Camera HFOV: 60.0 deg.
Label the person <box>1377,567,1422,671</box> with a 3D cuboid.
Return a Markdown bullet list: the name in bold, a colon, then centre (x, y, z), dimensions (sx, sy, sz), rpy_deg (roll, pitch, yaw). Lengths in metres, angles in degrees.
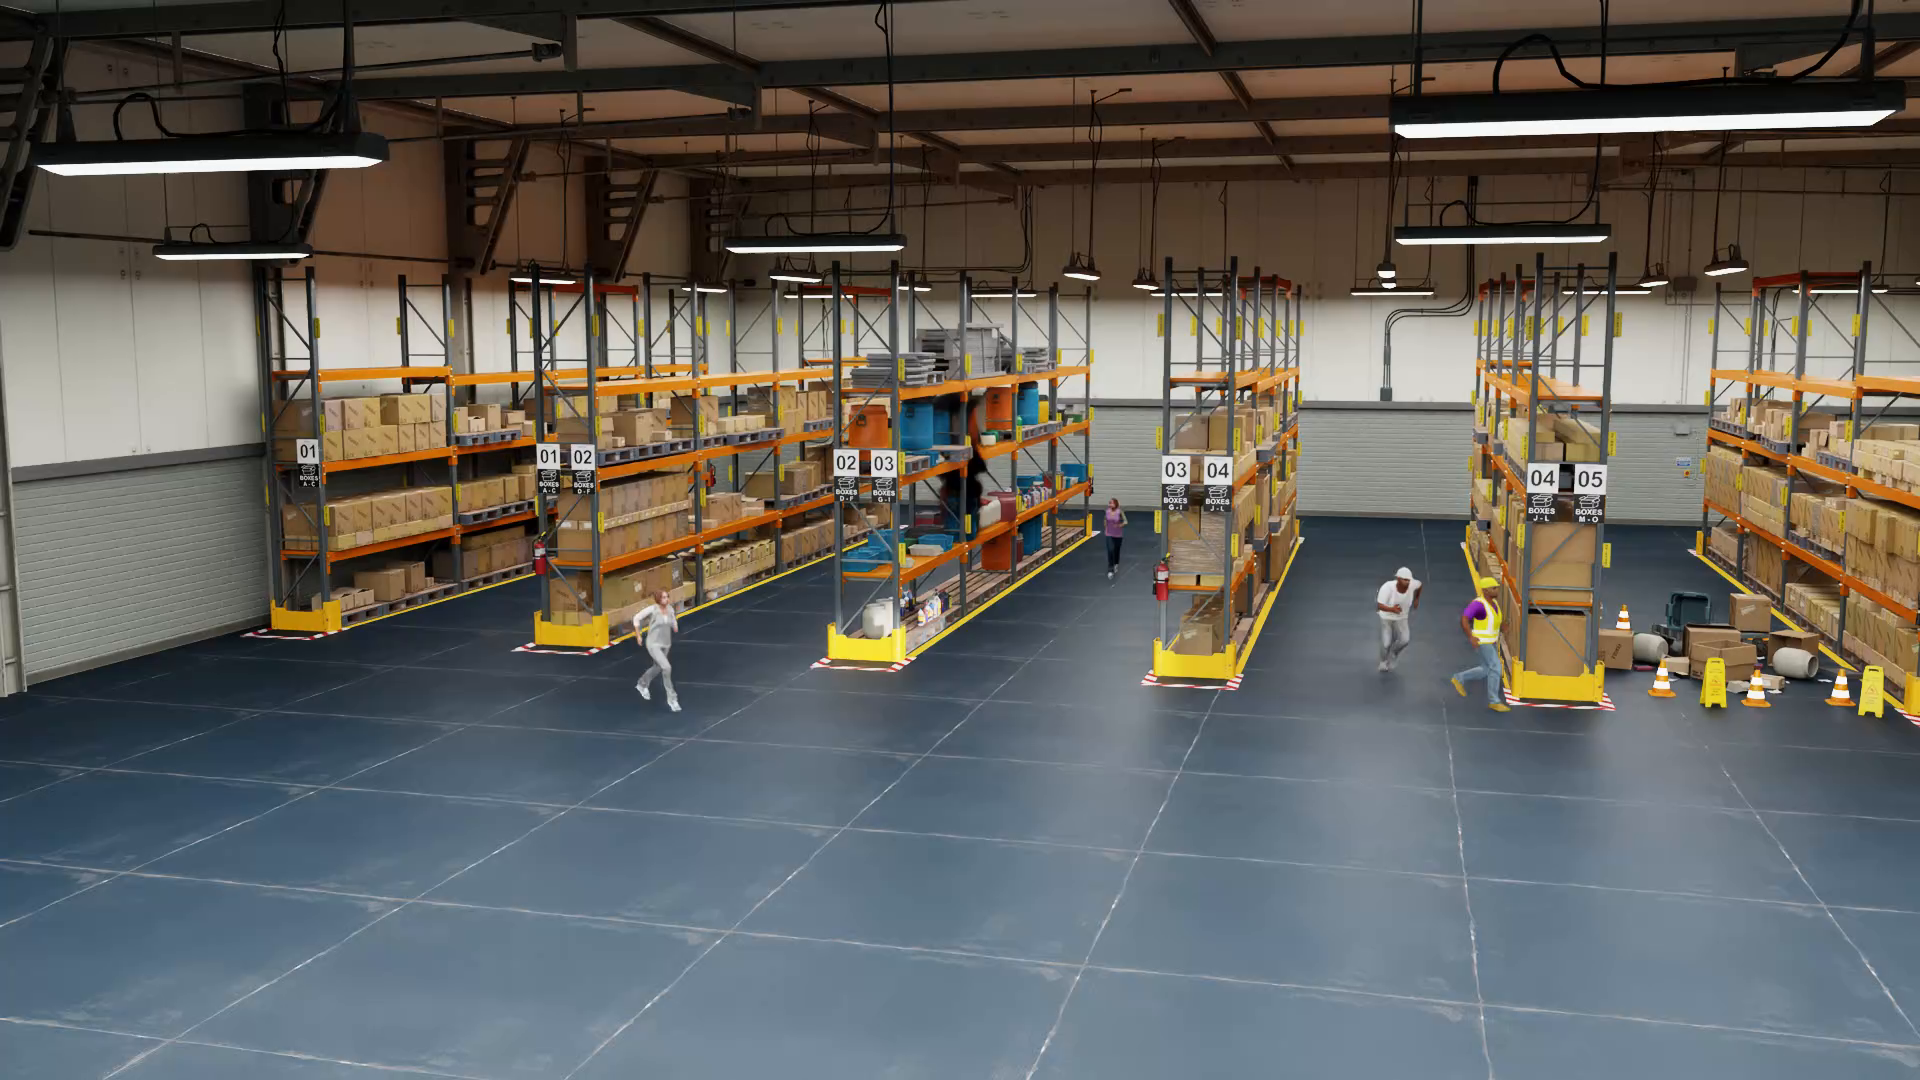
- **person**: centre (6.362, 1.149, 24.109), dimensions (0.739, 1.591, 0.912), rpy_deg (-1, 7, -7)

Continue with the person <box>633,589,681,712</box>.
- **person**: centre (-4.007, 1.432, 22.010), dimensions (0.873, 1.620, 0.557), rpy_deg (6, 10, 42)

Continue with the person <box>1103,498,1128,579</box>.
- **person**: centre (3.140, -0.057, 33.667), dimensions (0.524, 1.611, 0.820), rpy_deg (2, 7, 13)

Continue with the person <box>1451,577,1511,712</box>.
- **person**: centre (6.930, 1.363, 22.042), dimensions (0.851, 1.769, 0.732), rpy_deg (6, 9, 37)
